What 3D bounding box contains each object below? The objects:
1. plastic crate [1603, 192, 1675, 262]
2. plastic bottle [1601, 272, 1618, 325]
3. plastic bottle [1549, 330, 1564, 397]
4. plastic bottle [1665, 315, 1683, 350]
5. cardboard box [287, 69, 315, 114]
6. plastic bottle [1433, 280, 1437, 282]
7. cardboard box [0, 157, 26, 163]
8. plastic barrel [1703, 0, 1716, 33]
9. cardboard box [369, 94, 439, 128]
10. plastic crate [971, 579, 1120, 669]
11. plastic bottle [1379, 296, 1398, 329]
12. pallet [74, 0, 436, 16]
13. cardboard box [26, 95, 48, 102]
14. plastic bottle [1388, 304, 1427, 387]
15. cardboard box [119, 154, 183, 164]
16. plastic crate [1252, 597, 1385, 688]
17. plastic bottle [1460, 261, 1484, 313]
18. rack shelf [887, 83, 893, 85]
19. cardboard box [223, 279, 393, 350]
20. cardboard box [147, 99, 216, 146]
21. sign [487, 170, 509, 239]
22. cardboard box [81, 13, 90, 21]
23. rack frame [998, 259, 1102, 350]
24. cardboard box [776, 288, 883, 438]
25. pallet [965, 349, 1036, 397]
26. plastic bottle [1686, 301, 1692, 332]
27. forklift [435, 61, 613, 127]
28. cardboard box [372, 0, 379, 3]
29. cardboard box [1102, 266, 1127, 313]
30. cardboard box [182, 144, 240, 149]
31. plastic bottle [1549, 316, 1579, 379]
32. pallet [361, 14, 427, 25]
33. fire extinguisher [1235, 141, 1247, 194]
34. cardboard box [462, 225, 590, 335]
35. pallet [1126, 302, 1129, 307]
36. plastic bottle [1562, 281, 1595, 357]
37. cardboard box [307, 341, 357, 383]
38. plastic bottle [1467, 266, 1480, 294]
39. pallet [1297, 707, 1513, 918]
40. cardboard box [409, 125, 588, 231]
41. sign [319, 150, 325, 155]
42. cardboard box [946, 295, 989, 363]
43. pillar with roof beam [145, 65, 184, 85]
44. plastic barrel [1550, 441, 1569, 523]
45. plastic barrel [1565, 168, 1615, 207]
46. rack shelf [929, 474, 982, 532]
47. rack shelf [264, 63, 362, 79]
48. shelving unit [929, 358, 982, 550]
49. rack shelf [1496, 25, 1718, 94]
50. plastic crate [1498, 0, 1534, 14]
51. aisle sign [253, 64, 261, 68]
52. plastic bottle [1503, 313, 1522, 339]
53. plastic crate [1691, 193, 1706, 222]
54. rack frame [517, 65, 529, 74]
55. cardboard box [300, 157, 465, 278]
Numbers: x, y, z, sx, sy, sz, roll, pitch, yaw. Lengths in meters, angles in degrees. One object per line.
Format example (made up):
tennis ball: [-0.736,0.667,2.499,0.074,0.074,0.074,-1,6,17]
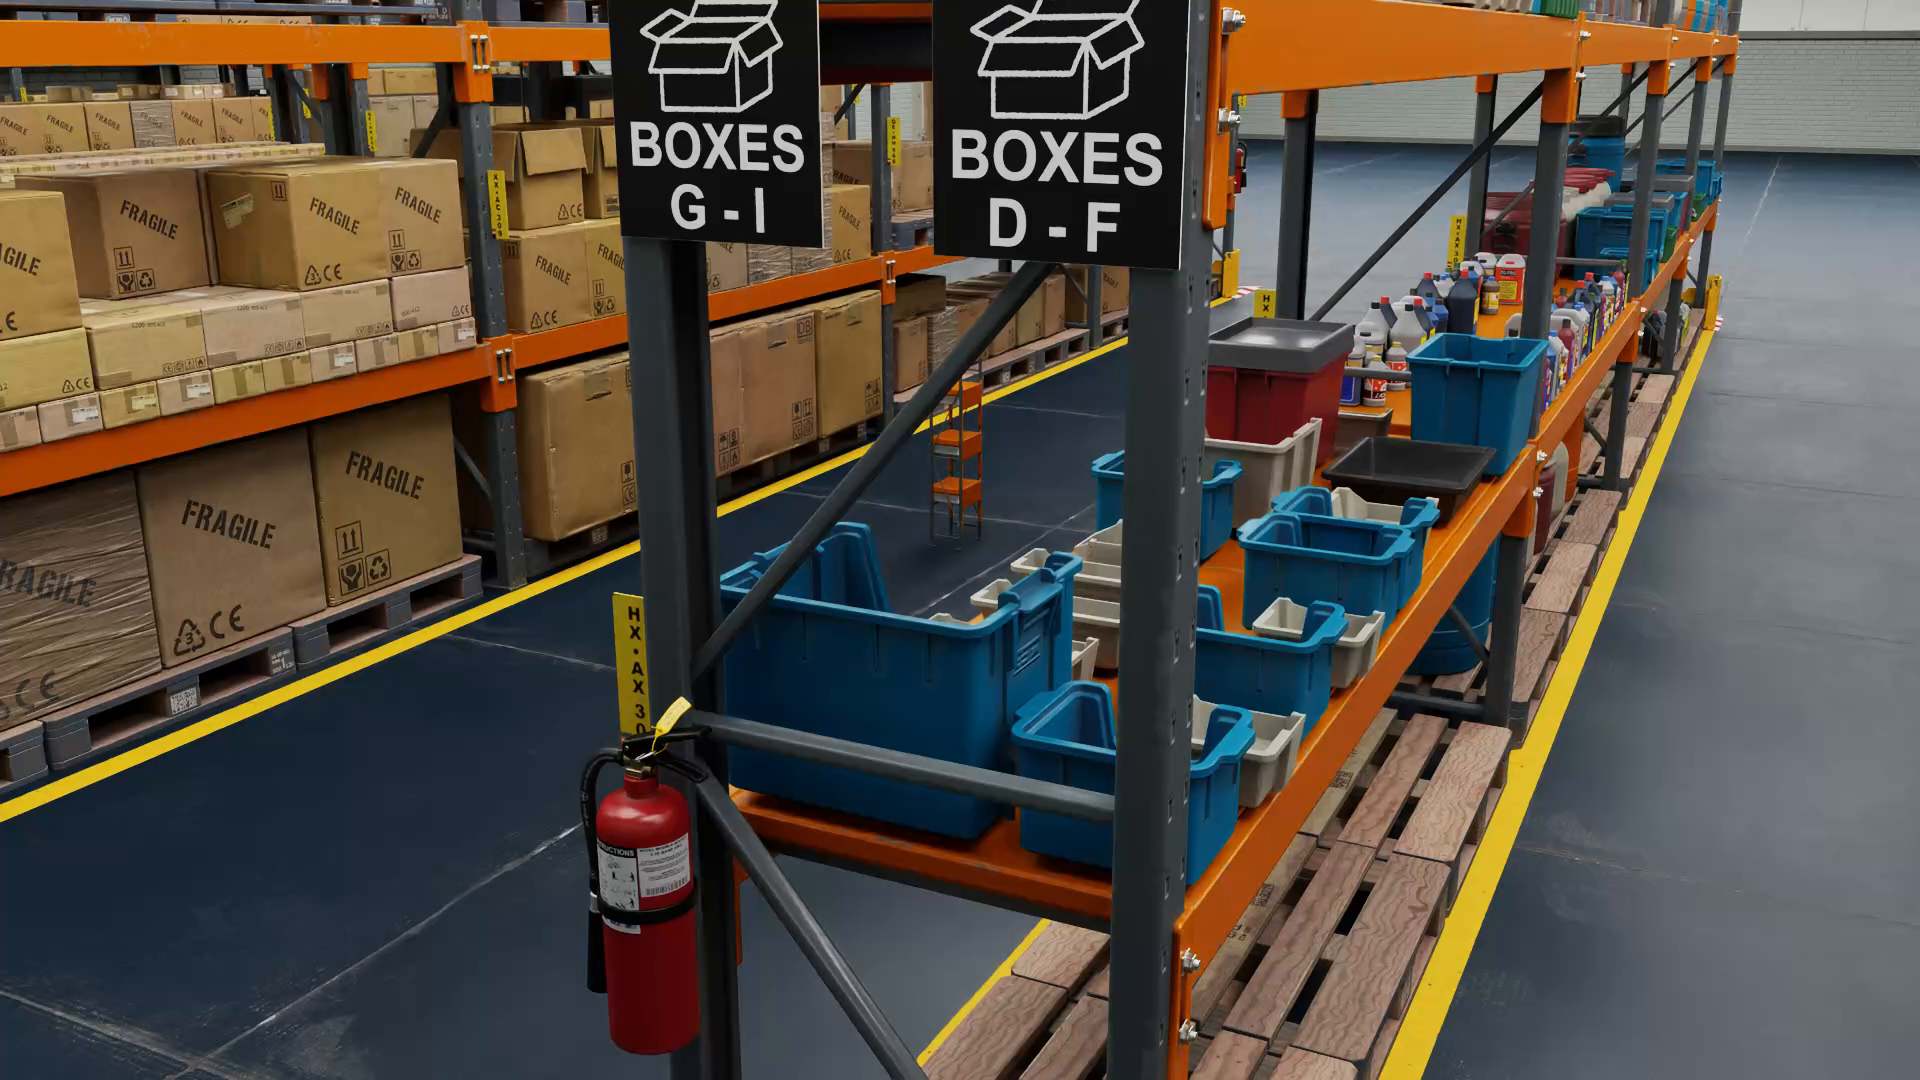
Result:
plastic crate: [4.473,-2.038,11.004,0.402,0.464,0.583,8,18,25]
plastic bottle: [3.420,-1.280,8.792,0.097,0.271,0.097,0,17,0]
plastic bottle: [2.478,-0.743,6.982,0.097,0.271,0.097,0,17,0]
plastic bottle: [6.081,-1.795,14.180,0.144,0.351,0.185,7,18,23]
cardboard box: [-7.641,-5.299,19.641,0.700,0.500,0.500,8,18,25]
plastic bottle: [2.403,-1.183,8.466,0.097,0.271,0.097,0,17,0]
cardboard box: [-6.775,-2.597,11.657,0.380,0.149,0.250,8,18,25]
plastic barrel: [5.232,-4.174,12.162,0.600,0.901,0.708,8,18,25]
cardboard box: [-4.911,-3.691,14.750,0.700,0.500,0.500,8,18,25]
plastic crate: [0.248,0.198,3.946,0.396,0.136,0.243,8,18,25]
plastic bottle: [1.891,-0.915,7.422,0.144,0.351,0.185,8,18,25]
pallet: [-3.116,-2.434,7.338,1.003,0.211,1.213,8,18,25]
cardboard box: [-12.066,-5.720,21.676,0.380,0.149,0.250,9,19,26]
plastic bottle: [1.937,-0.849,7.202,0.144,0.351,0.185,8,18,25]
cardboard box: [-5.851,-2.709,12.035,0.380,0.149,0.250,9,19,27]
plastic crate: [0.828,0.236,3.819,0.250,0.136,0.298,8,18,25]
plastic bottle: [2.788,-1.388,9.147,0.152,0.276,0.135,8,18,25]
rack shelf: [-0.060,-3.867,13.271,1.077,0.370,4.000,8,18,25]
cardboard box: [-2.932,-1.038,7.493,0.500,0.250,0.500,9,19,27]
cardboard box: [-8.489,-4.532,18.079,0.500,0.500,0.500,9,19,27]
sign: [-2.244,-1.628,8.079,0.100,0.325,0.005,8,18,25]
cardboard box: [-6.275,-4.039,12.412,0.500,0.500,0.500,8,18,25]
rack frame: [0.834,-3.283,15.311,1.000,3.000,0.127,8,18,25]
cardboard box: [-1.280,-1.274,11.540,1.225,0.875,0.875,7,18,23]
pallet: [-0.057,-1.436,13.989,1.003,0.211,1.213,8,18,25]
plastic bottle: [6.588,-2.025,15.073,0.061,0.283,0.133,9,19,27]
forklift: [-3.226,-2.538,12.921,1.130,2.935,3.031,4,17,14]
cardboard box: [-5.053,-4.553,13.844,0.380,0.149,0.250,7,18,23]
cardboard box: [1.298,-2.530,16.427,0.500,0.500,0.500,16,23,43]
cardboard box: [-5.957,-3.064,13.230,0.380,0.149,0.250,8,18,25]
plastic bottle: [2.652,-0.861,7.374,0.152,0.276,0.135,8,18,25]
pallet: [-5.105,-4.439,14.266,1.213,0.211,1.003,9,19,28]
fire extinguisher: [3.085,-4.236,18.653,0.296,0.674,0.183,8,18,25]
cardboard box: [-2.312,-1.379,8.723,0.500,0.500,0.500,8,18,26]
pallet: [1.646,-2.434,17.349,1.003,0.211,1.213,8,18,25]
plastic bottle: [2.917,-1.046,7.864,0.144,0.351,0.185,8,18,25]
cardboard box: [-2.929,-0.809,7.423,0.380,0.149,0.250,8,19,26]
plastic bottle: [2.766,-1.352,9.034,0.097,0.271,0.097,0,17,0]
pallet: [1.396,0.913,6.078,1.003,0.211,1.213,8,18,25]
cardboard box: [-2.463,-1.938,8.844,0.797,0.503,0.637,8,18,24]
sign: [-3.231,-1.829,8.521,0.100,0.325,0.005,8,18,25]
cardboard box: [-0.188,-1.739,13.727,0.700,0.500,0.500,10,19,30]
pillar with roof beam: [-7.953,-8.459,22.200,9.100,9.000,0.400,8,18,25]
plastic barrel: [3.102,-0.361,9.104,0.421,0.512,0.421,0,17,0]
plastic barrel: [4.641,-2.503,12.443,0.433,0.535,0.433,0,17,0]
rack shelf: [-0.024,-0.213,9.411,0.215,0.259,0.240,8,18,25]
rack shelf: [-6.239,-3.505,12.052,1.077,0.370,4.000,8,18,25]
shelving unit: [-0.024,-0.490,9.329,0.215,1.050,0.252,8,18,25]
rack shelf: [4.371,-3.237,11.149,1.077,0.370,4.000,8,18,25]
plastic crate: [1.462,-1.555,4.685,0.293,0.136,0.466,8,18,25]
aisle sign: [-10.395,-7.419,24.669,0.394,0.787,0.004,8,18,25]
plastic bottle: [2.515,-0.881,7.439,0.152,0.276,0.135,8,18,25]
plastic crate: [6.124,-2.862,14.263,0.450,0.188,0.662,8,18,25]
rack frame: [-6.244,-5.563,22.986,1.000,3.000,0.127,8,18,25]
cardboard box: [-2.707,-1.525,7.814,0.500,0.500,0.500,9,19,27]
